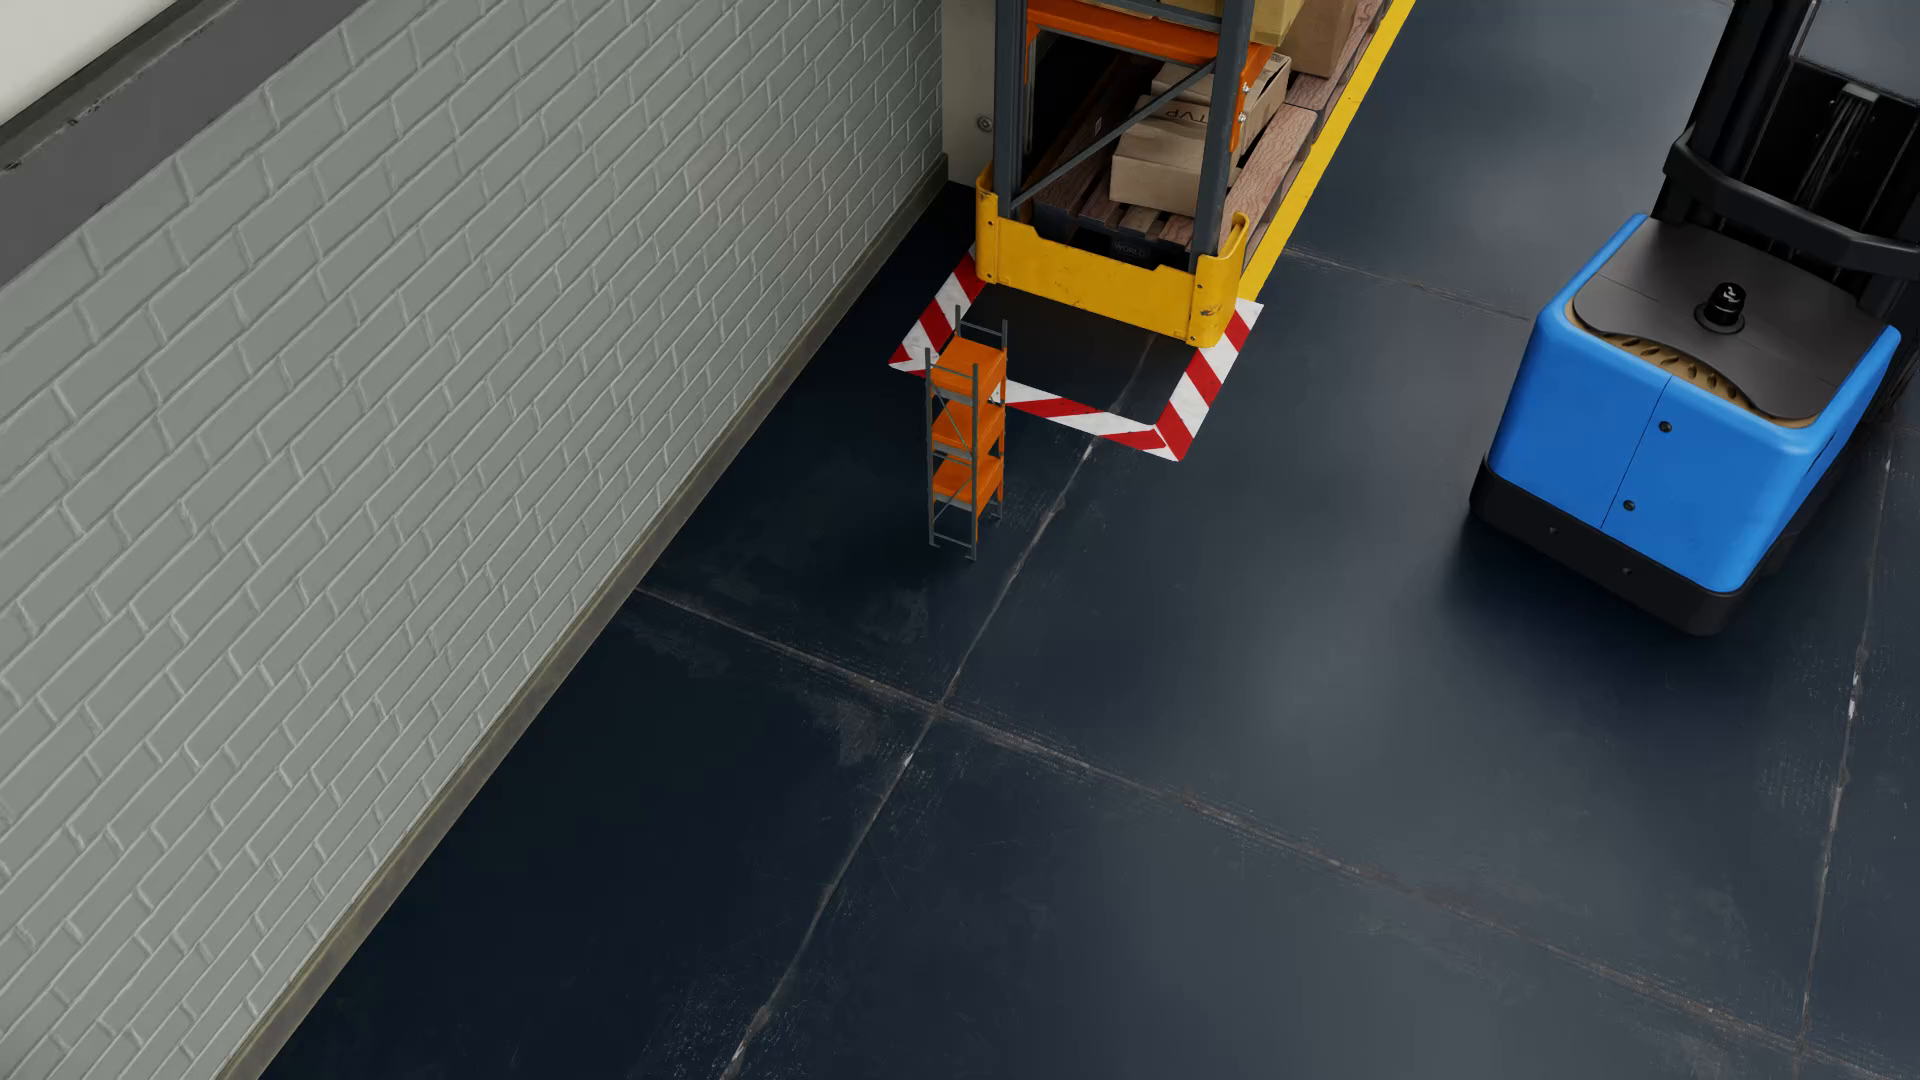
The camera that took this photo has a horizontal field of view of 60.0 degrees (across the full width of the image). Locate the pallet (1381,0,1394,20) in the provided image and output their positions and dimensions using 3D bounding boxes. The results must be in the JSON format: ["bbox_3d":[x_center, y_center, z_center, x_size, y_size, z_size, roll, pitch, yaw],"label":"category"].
[{"bbox_3d":[2.070,-3.428,9.343,1.003,0.211,1.213,20,52,16],"label":"pallet"}]

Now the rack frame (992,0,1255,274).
[{"bbox_3d":[0.617,-2.051,6.341,1.000,3.000,0.127,20,52,16],"label":"rack frame"}]

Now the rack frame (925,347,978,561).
[{"bbox_3d":[-0.029,-0.293,6.125,0.200,1.050,0.008,20,52,16],"label":"rack frame"}]

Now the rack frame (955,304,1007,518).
[{"bbox_3d":[0.075,-0.461,6.268,0.200,1.050,0.008,20,52,16],"label":"rack frame"}]

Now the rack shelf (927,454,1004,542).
[{"bbox_3d":[0.023,-0.190,6.416,0.215,0.259,0.240,20,52,16],"label":"rack shelf"}]

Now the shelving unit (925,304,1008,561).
[{"bbox_3d":[0.023,-0.377,6.197,0.215,1.050,0.252,20,52,16],"label":"shelving unit"}]

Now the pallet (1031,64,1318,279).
[{"bbox_3d":[1.028,-1.748,7.914,1.003,0.211,1.213,20,52,16],"label":"pallet"}]

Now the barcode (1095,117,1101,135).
[{"bbox_3d":[0.640,-1.915,7.696,0.001,0.075,0.075,20,52,16],"label":"barcode"}]

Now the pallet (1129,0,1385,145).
[{"bbox_3d":[1.551,-2.585,8.626,1.003,0.211,1.213,20,52,16],"label":"pallet"}]

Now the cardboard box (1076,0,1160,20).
[{"bbox_3d":[0.641,-2.394,6.718,0.500,0.250,0.500,20,53,17],"label":"cardboard box"}]

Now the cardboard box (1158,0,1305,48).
[{"bbox_3d":[1.112,-2.242,6.588,0.500,0.250,0.500,18,52,15],"label":"cardboard box"}]

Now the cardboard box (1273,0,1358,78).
[{"bbox_3d":[1.596,-2.712,8.256,0.700,0.500,0.500,17,52,14],"label":"cardboard box"}]

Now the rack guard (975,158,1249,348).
[{"bbox_3d":[0.649,-1.293,7.337,1.175,0.500,0.348,20,52,16],"label":"rack guard"}]

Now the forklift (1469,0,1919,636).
[{"bbox_3d":[3.367,-1.644,6.039,1.130,2.935,3.031,34,57,25],"label":"forklift"}]

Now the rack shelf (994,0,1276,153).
[{"bbox_3d":[1.471,-3.195,7.787,1.077,0.370,4.000,20,52,16],"label":"rack shelf"}]

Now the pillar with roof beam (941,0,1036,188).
[{"bbox_3d":[4.026,-3.358,3.514,9.100,9.000,0.400,20,52,16],"label":"pillar with roof beam"}]

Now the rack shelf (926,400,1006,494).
[{"bbox_3d":[0.023,-0.370,6.205,0.215,0.259,0.240,20,52,16],"label":"rack shelf"}]

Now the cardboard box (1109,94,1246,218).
[{"bbox_3d":[0.994,-1.770,7.578,0.500,0.311,0.500,14,51,12],"label":"cardboard box"}]

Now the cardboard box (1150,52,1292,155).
[{"bbox_3d":[1.237,-2.162,7.912,0.500,0.311,0.500,24,54,19],"label":"cardboard box"}]

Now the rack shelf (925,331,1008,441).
[{"bbox_3d":[0.023,-0.554,5.989,0.215,0.259,0.240,20,52,16],"label":"rack shelf"}]
